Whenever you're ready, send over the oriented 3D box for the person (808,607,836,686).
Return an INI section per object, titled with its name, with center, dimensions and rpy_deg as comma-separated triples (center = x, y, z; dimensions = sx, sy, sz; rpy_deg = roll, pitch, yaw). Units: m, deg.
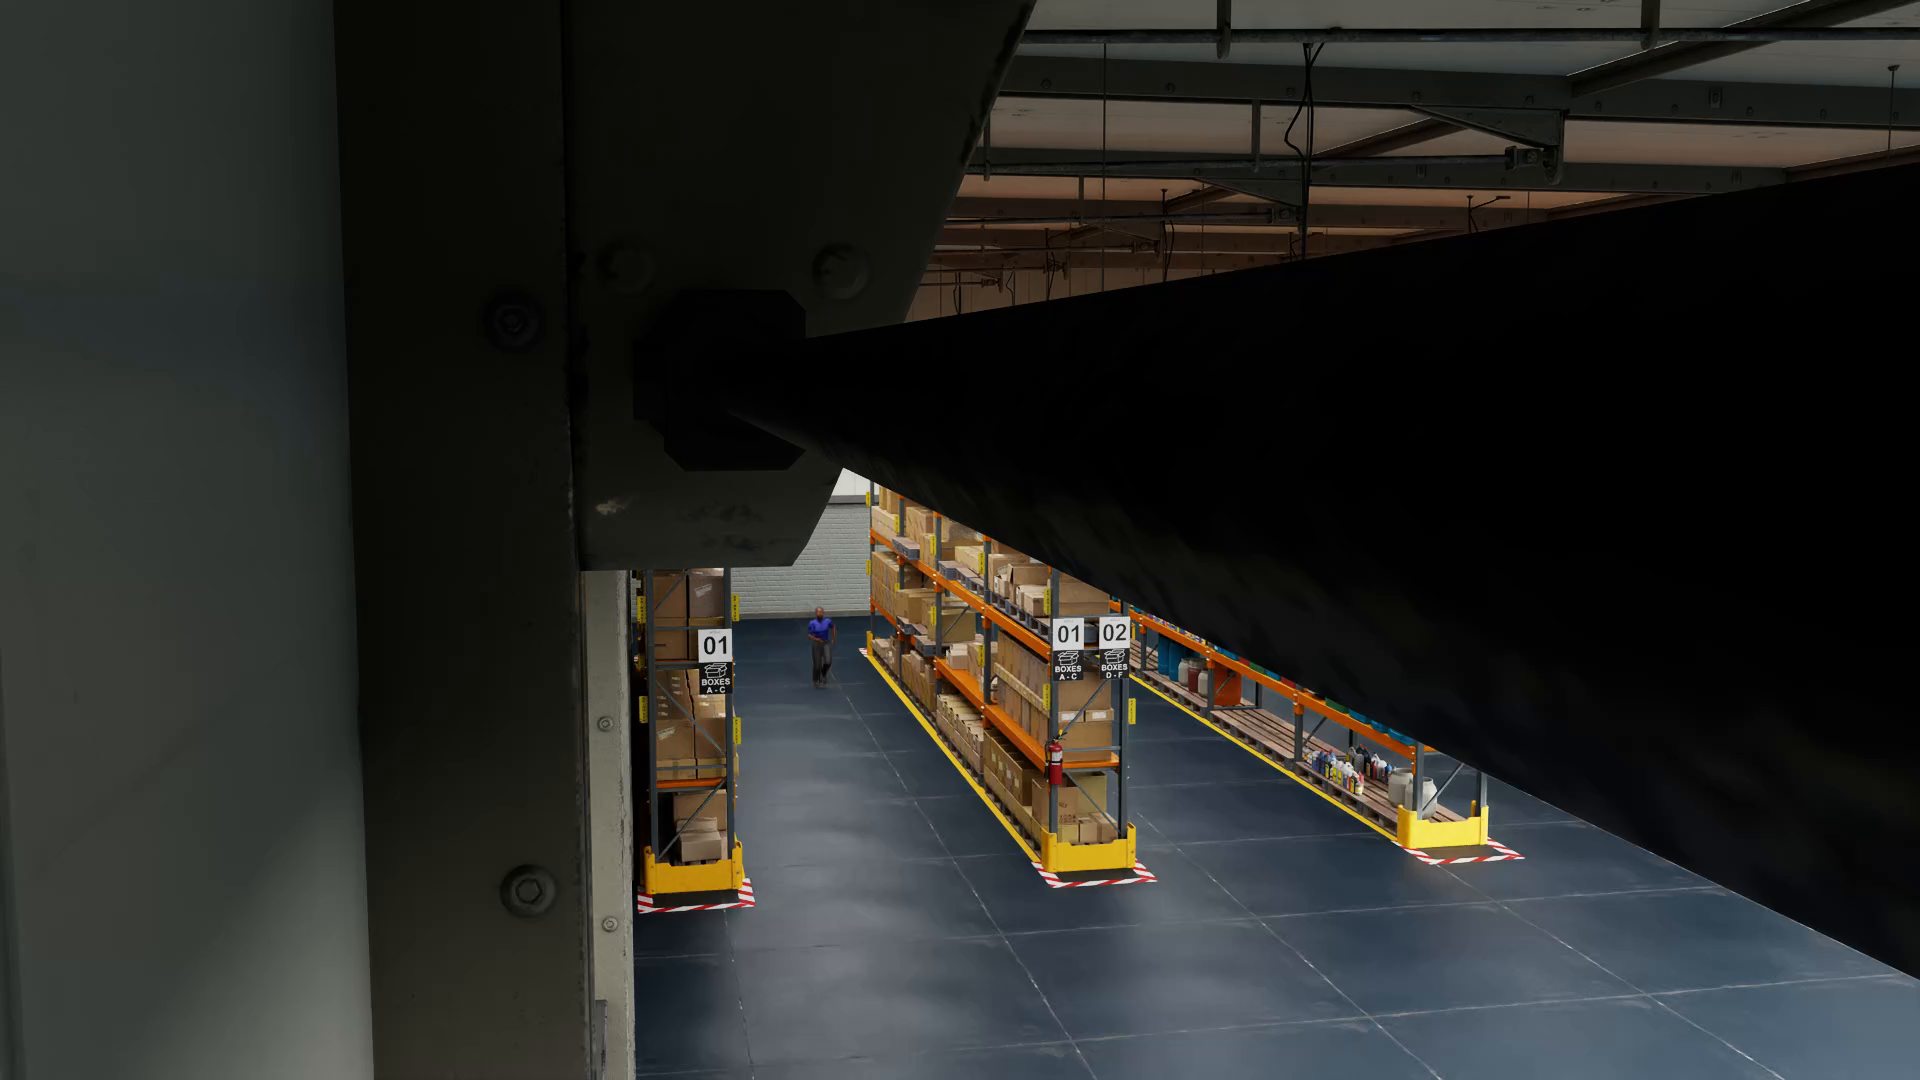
[person]
center = -2.707, 2.112, 32.721
dimensions = 0.593, 1.598, 0.763
rpy_deg = -1, 6, -13
